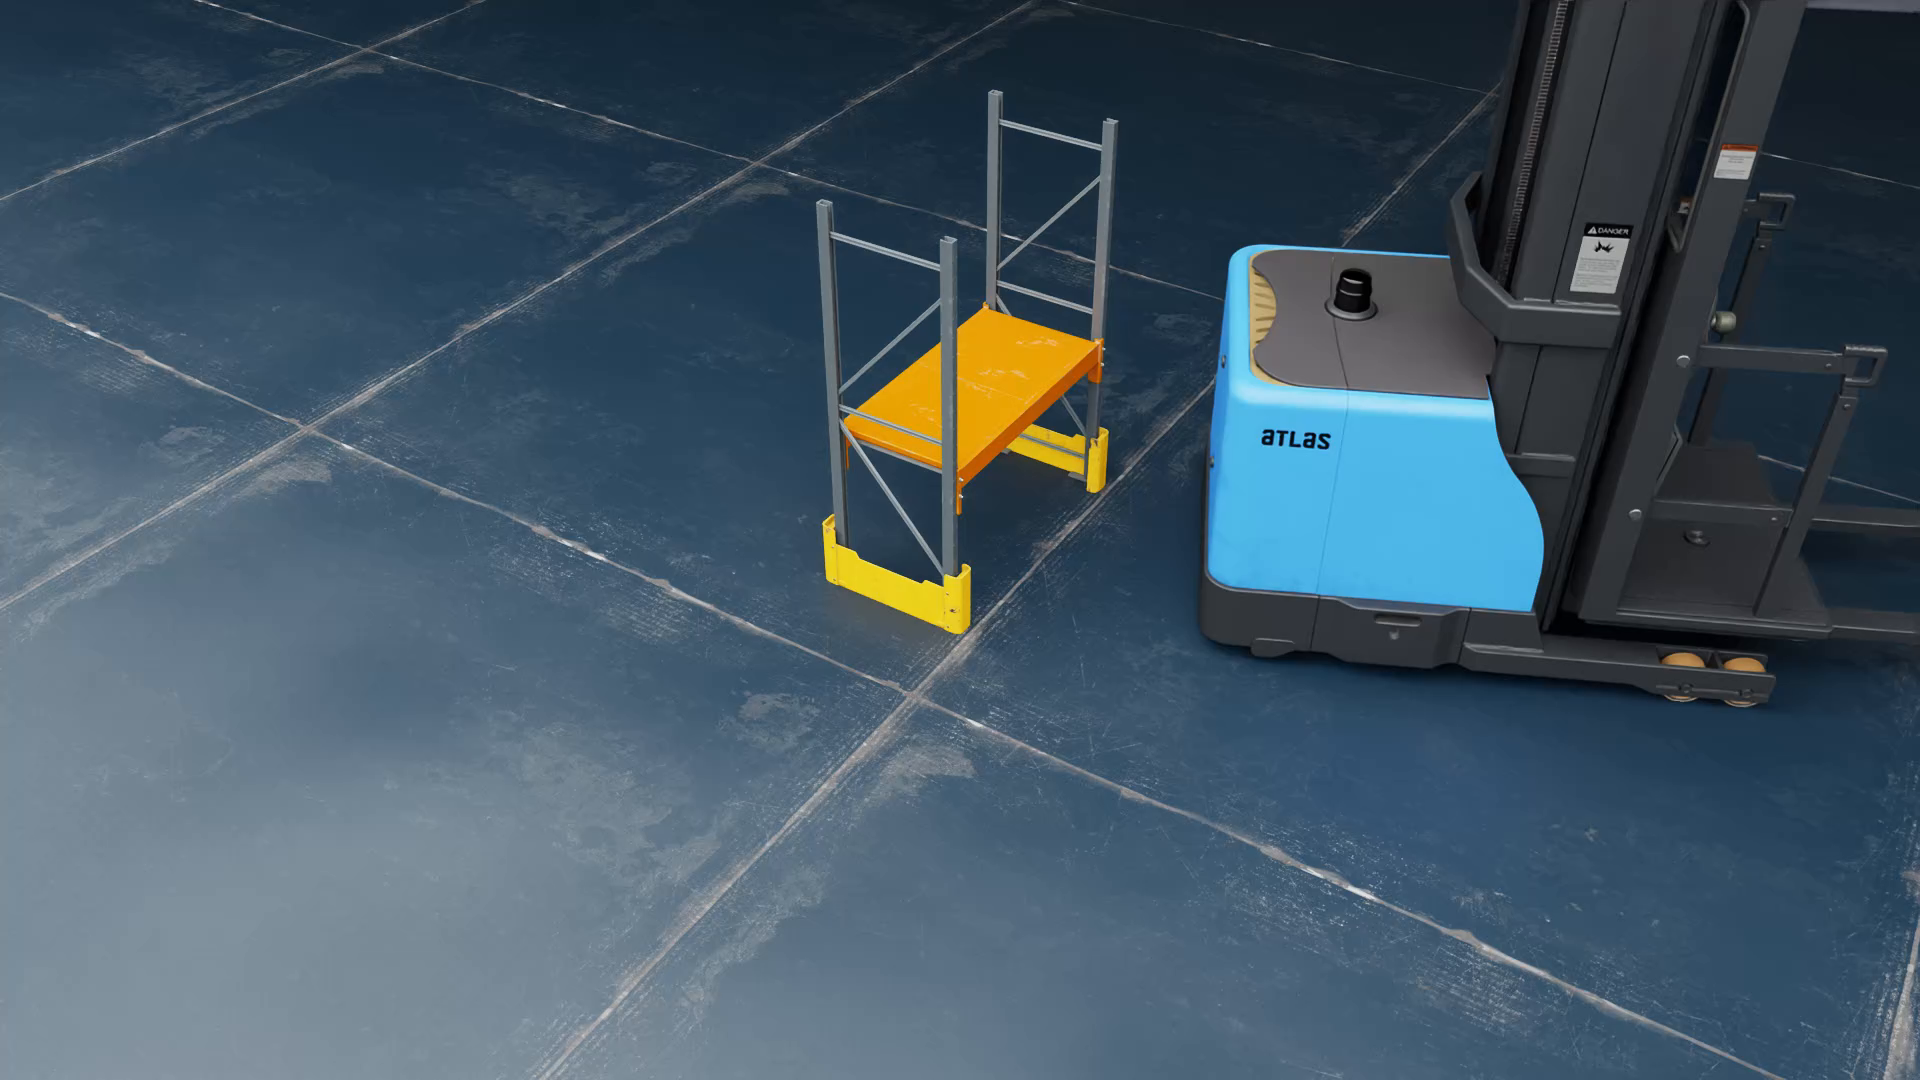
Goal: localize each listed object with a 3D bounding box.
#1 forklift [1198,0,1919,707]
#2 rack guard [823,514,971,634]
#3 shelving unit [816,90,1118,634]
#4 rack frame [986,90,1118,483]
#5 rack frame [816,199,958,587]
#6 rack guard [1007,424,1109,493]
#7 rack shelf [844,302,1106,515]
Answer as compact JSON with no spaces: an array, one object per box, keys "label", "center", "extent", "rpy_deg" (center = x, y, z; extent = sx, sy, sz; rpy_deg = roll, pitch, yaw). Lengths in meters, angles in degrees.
[{"label":"forklift","center":[2.381,-0.953,5.085],"extent":[3.031,2.935,1.130],"rpy_deg":[5,38,6]},{"label":"rack guard","center":[-0.226,0.118,5.892],"extent":[0.587,0.250,0.087],"rpy_deg":[21,42,25]},{"label":"shelving unit","center":[0.041,-0.633,5.843],"extent":[0.587,1.500,1.083],"rpy_deg":[21,42,25]},{"label":"rack frame","center":[0.318,-0.900,6.189],"extent":[0.500,1.500,0.032],"rpy_deg":[21,42,25]},{"label":"rack frame","center":[-0.227,-0.376,5.509],"extent":[0.500,1.500,0.032],"rpy_deg":[21,42,25]},{"label":"rack guard","center":[0.308,-0.395,6.558],"extent":[0.587,0.250,0.087],"rpy_deg":[21,42,25]},{"label":"rack shelf","center":[0.046,-0.496,5.959],"extent":[0.538,0.185,1.000],"rpy_deg":[21,42,25]}]
